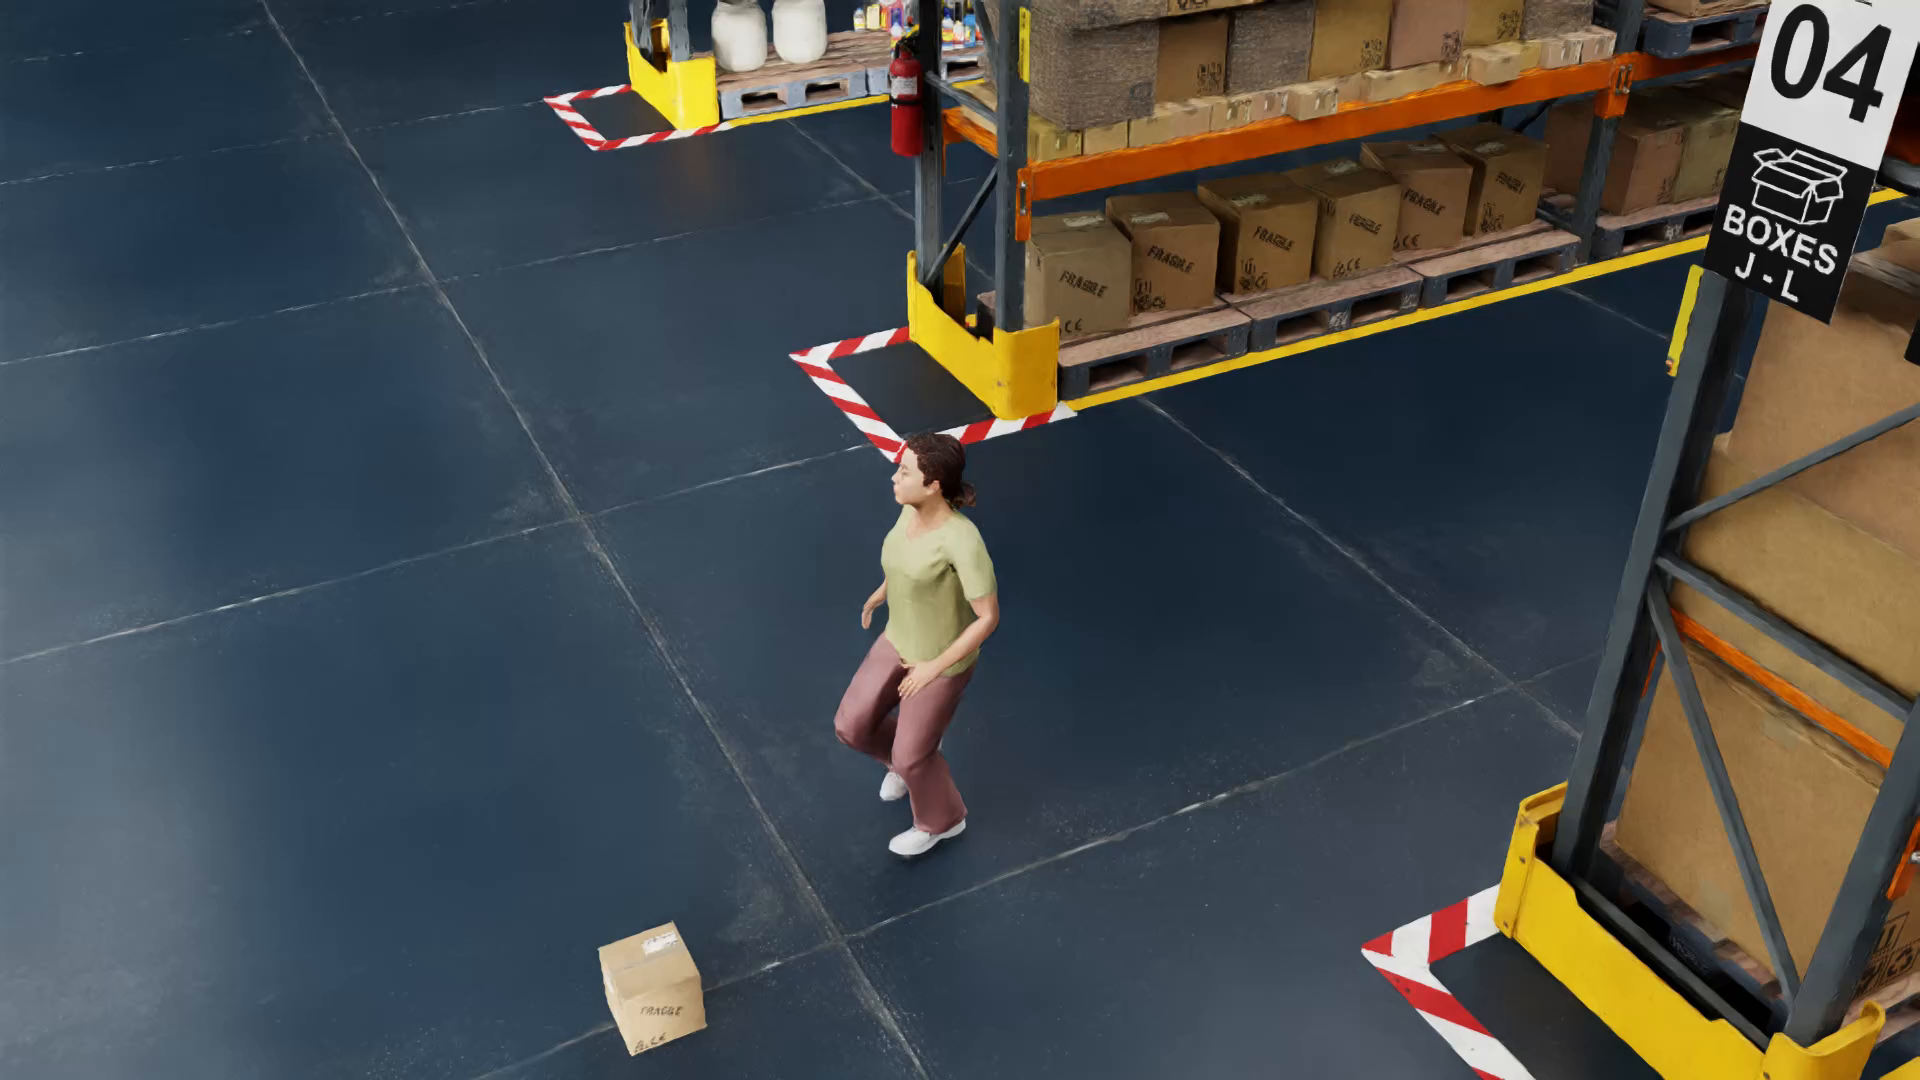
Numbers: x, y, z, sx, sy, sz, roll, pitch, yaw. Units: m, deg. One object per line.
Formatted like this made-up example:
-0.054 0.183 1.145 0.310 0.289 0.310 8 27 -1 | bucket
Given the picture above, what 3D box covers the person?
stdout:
-0.134 0.499 5.637 0.488 1.391 0.616 -23 39 -31 | person
